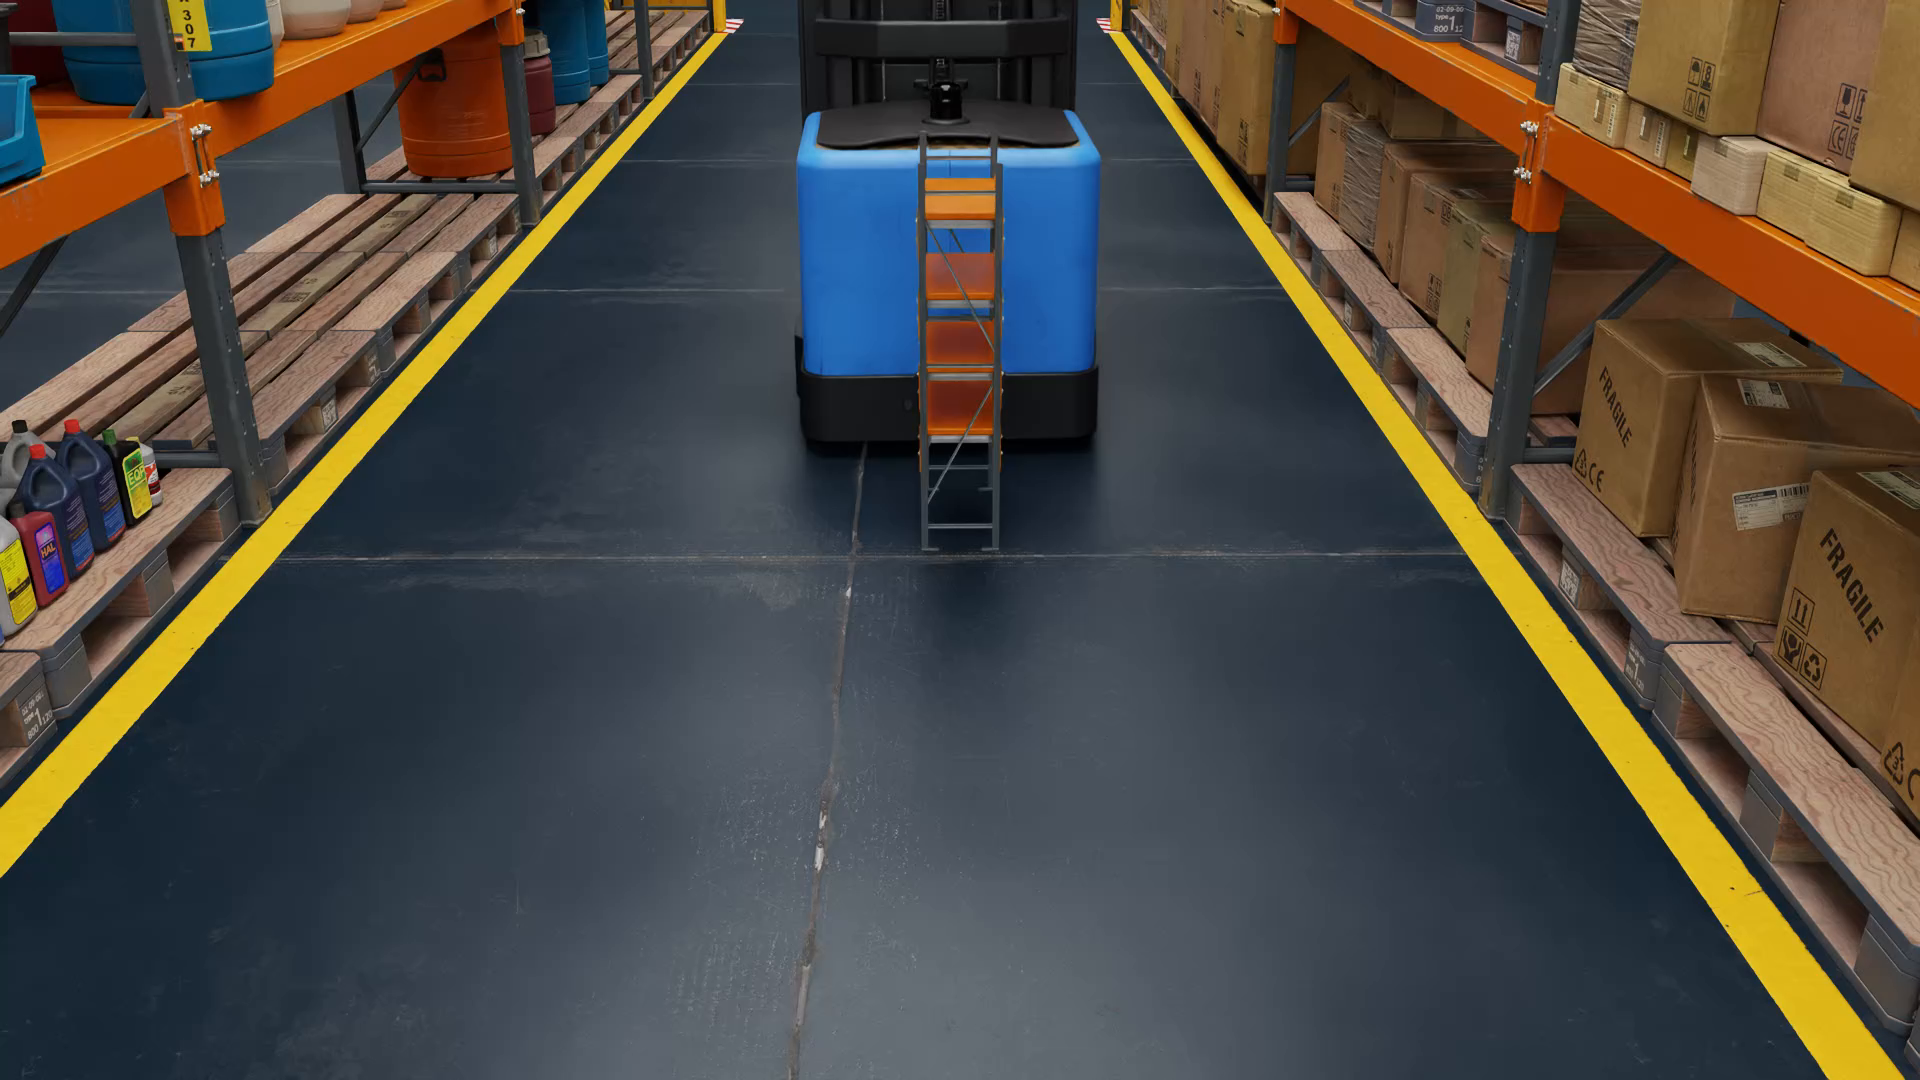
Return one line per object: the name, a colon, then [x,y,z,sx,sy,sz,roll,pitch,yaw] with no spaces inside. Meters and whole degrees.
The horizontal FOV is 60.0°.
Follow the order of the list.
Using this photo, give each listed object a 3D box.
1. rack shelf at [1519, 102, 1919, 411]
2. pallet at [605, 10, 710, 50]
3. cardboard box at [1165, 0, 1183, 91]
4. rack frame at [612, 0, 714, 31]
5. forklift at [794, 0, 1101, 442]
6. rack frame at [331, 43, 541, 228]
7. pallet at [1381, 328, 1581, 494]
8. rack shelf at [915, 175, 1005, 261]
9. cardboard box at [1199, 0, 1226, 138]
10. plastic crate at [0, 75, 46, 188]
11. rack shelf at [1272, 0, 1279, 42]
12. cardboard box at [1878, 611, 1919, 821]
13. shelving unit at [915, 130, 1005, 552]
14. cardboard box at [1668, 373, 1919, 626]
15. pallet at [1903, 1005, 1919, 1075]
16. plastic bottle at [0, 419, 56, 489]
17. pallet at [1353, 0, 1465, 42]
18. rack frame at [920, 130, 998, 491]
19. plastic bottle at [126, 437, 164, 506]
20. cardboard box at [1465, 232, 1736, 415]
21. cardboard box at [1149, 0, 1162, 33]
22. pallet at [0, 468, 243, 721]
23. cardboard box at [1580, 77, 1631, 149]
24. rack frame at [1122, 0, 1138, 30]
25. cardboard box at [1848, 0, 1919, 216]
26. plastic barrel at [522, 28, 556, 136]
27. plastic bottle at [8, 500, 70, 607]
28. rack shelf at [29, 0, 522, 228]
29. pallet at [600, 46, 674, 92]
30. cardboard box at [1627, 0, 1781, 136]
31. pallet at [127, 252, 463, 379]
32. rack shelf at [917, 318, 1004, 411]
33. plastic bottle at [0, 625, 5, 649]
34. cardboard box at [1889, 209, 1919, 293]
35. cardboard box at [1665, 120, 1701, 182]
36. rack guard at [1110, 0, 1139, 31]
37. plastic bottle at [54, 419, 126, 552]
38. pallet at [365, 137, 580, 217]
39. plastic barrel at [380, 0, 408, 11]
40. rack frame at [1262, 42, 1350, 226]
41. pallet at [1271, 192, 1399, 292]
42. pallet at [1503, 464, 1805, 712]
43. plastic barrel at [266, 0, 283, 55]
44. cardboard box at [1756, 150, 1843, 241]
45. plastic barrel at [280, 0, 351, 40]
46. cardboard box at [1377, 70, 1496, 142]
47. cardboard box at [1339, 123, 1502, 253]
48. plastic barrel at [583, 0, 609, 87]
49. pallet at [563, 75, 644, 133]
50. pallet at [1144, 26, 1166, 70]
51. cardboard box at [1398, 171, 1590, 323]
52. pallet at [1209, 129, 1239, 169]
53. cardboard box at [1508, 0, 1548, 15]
rack shelf: [2.227,-0.299,3.143,1.077,0.370,4.000,0,24,-1]
pallet: [-2.908,-4.763,15.524,1.003,0.211,1.213,0,24,-1]
cardboard box: [2.145,-3.707,11.874,1.225,0.875,0.875,0,24,0]
rack frame: [-2.879,-6.373,15.701,1.000,3.000,0.127,0,24,-1]
forklift: [-0.097,-2.245,6.656,1.130,2.935,3.031,-1,24,-2]
rack frame: [-2.791,-3.077,8.412,1.000,3.000,0.127,0,24,-1]
pallet: [2.195,-0.501,6.101,1.003,0.211,1.213,0,24,-1]
rack shelf: [-0.002,-0.973,4.992,0.258,0.148,0.480,0,24,-1]
cardboard box: [2.173,-2.974,10.254,1.225,0.875,0.875,0,24,0]
plastic crate: [-2.464,-0.906,3.793,0.499,0.251,0.616,0,24,-1]
rack shelf: [2.139,-3.595,10.432,1.077,0.370,4.000,0,24,-1]
cardboard box: [2.230,0.384,3.285,0.500,0.500,0.500,2,24,4]
shelving unit: [-0.002,-0.615,5.154,0.258,1.200,0.503,0,24,-1]
cardboard box: [2.183,-0.102,4.359,0.500,0.500,0.500,8,25,16]
pallet: [2.274,1.102,2.557,1.003,0.211,1.213,0,24,-1]
plastic bottle: [-2.597,-0.157,4.638,0.144,0.351,0.185,0,24,-1]
pallet: [2.224,-2.196,6.698,1.003,0.211,1.213,0,24,-1]
rack frame: [-0.004,-0.715,5.376,0.240,1.200,0.015,0,24,-1]
plastic bottle: [-2.432,-0.206,4.927,0.097,0.201,0.097,0,24,0]
cardboard box: [2.220,-0.765,5.801,0.700,0.500,0.500,-2,24,-5]
cardboard box: [2.171,-4.980,14.690,0.875,0.875,0.875,0,24,-1]
pallet: [-2.782,0.119,4.730,1.003,0.211,1.213,0,24,-1]
cardboard box: [1.896,-1.143,4.442,0.380,0.149,0.250,0,24,-1]
rack frame: [2.074,-6.395,15.750,1.000,3.000,0.127,0,24,-1]
cardboard box: [2.189,-0.828,2.958,0.875,0.500,0.500,0,24,-1]
plastic barrel: [-2.826,-2.836,10.297,0.600,0.588,0.708,0,24,-1]
plastic bottle: [-2.407,0.019,4.330,0.061,0.283,0.133,1,24,3]
rack shelf: [-2.770,-1.925,6.738,1.077,0.370,4.000,0,24,-1]
pallet: [-2.882,-3.757,13.301,1.003,0.211,1.213,0,24,-1]
cardboard box: [2.118,-1.240,3.869,0.875,0.500,0.500,0,24,-1]
pallet: [-2.811,-0.985,7.172,1.003,0.211,1.213,0,24,-1]
rack shelf: [-0.002,-0.554,5.181,0.258,0.148,0.480,0,24,-1]
plastic bottle: [-2.449,0.155,4.038,0.152,0.276,0.135,0,24,0]
cardboard box: [1.984,-0.525,3.076,0.380,0.149,0.250,0,24,-1]
cardboard box: [1.939,-0.937,3.987,0.380,0.149,0.250,0,24,-1]
rack guard: [2.074,-5.266,16.287,1.175,0.500,0.348,0,24,-1]
plastic bottle: [-2.453,-0.158,4.639,0.144,0.351,0.185,-1,24,-2]
pallet: [-2.842,-2.131,9.705,1.003,0.211,1.213,0,24,-1]
plastic barrel: [-2.562,-2.531,7.070,0.421,0.512,0.421,0,24,0]
rack frame: [2.161,-3.099,8.462,1.000,3.000,0.127,0,24,-1]
pallet: [2.168,-1.506,8.324,1.003,0.211,1.213,0,24,-1]
pallet: [2.248,0.097,4.780,1.003,0.211,1.213,0,24,-1]
plastic barrel: [-2.539,-1.885,5.614,0.433,0.535,0.433,0,24,0]
cardboard box: [1.945,-0.731,3.531,0.380,0.149,0.250,0,24,-1]
plastic barrel: [-2.547,-2.188,6.282,0.433,0.535,0.433,0,24,0]
cardboard box: [2.215,-2.008,7.638,0.500,0.250,0.500,2,24,5]
cardboard box: [2.207,-1.656,7.771,0.700,0.500,0.500,-2,24,-5]
plastic barrel: [-2.846,-3.736,11.907,0.600,0.901,0.708,0,24,-1]
pallet: [-2.868,-3.136,11.928,1.003,0.211,1.213,0,24,-1]
pallet: [2.171,-4.294,14.488,1.003,0.211,1.213,0,24,-1]
cardboard box: [2.227,-1.192,6.746,0.700,0.500,0.500,-2,24,-5]
pallet: [2.218,-2.655,10.864,1.003,0.211,1.213,0,24,-1]
cardboard box: [2.336,-2.243,5.332,1.000,1.000,1.000,0,24,0]
